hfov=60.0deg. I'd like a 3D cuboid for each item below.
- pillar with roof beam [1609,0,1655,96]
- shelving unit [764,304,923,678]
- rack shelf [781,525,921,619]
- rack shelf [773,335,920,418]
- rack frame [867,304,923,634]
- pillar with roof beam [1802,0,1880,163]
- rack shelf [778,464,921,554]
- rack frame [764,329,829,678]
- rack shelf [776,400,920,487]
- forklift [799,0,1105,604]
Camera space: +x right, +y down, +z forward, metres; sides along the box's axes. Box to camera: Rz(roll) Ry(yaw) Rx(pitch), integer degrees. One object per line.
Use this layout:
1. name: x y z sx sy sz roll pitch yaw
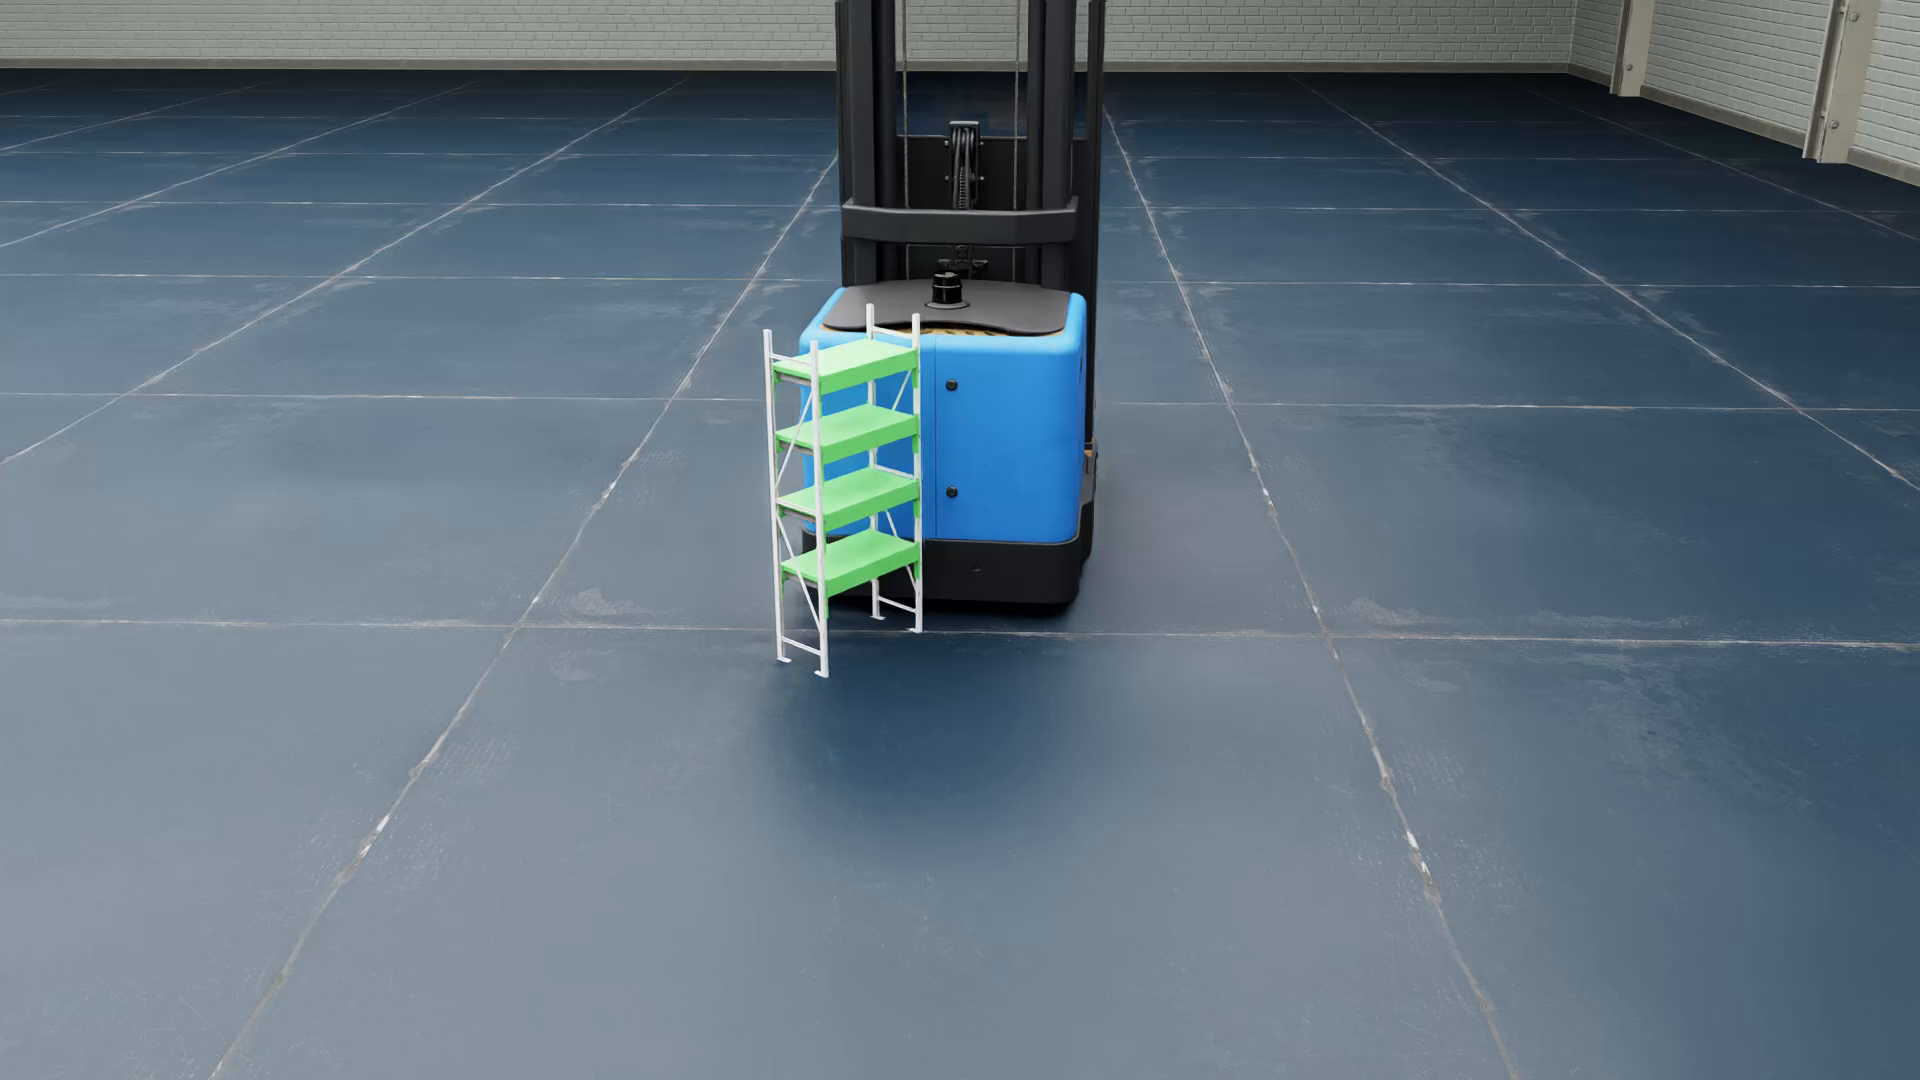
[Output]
1. pillar with roof beam: 4.776 -10.316 21.177 9.100 9.000 0.400 1 21 2
2. shelving unit: -0.394 -0.175 5.821 0.258 1.200 0.503 18 27 38
3. rack shelf: -0.394 0.108 5.931 0.258 0.148 0.480 18 27 38
4. rack shelf: -0.394 -0.563 5.671 0.258 0.148 0.480 18 27 38
5. rack frame: -0.233 -0.242 5.993 0.240 1.200 0.015 18 27 38
6. pillar with roof beam: 4.593 -8.147 15.586 9.100 9.000 0.400 1 21 2
7. rack shelf: -0.394 -0.116 5.845 0.258 0.148 0.480 18 27 38
8. rack frame: -0.554 -0.109 5.650 0.240 1.200 0.015 18 27 38
9. rack shelf: -0.394 -0.339 5.758 0.258 0.148 0.480 18 27 38
10. forklift: 0.065 -1.621 7.154 1.130 2.935 3.031 2 21 5
